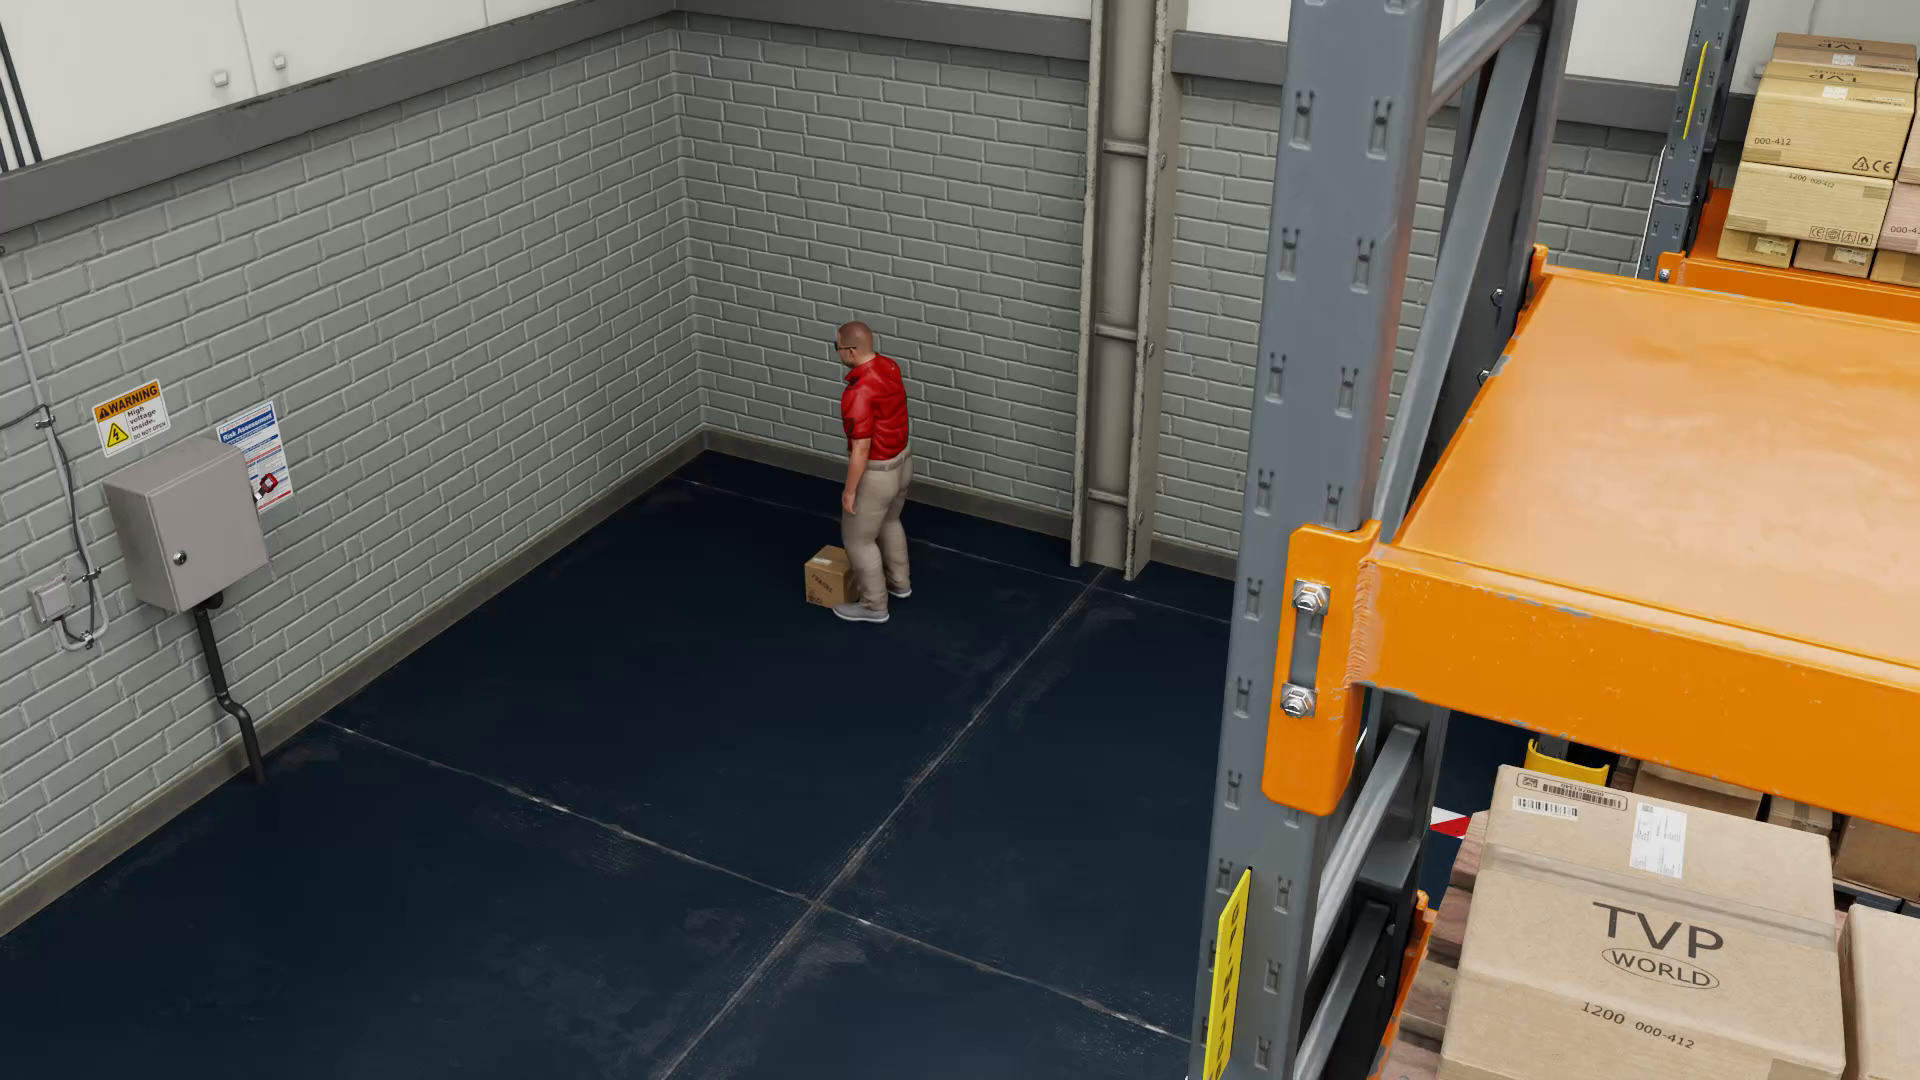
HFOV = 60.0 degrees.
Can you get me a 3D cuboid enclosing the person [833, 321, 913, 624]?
[{"bbox_3d":[-0.473,-0.368,8.949,0.393,1.725,0.592,13,32,21],"label":"person"}]
